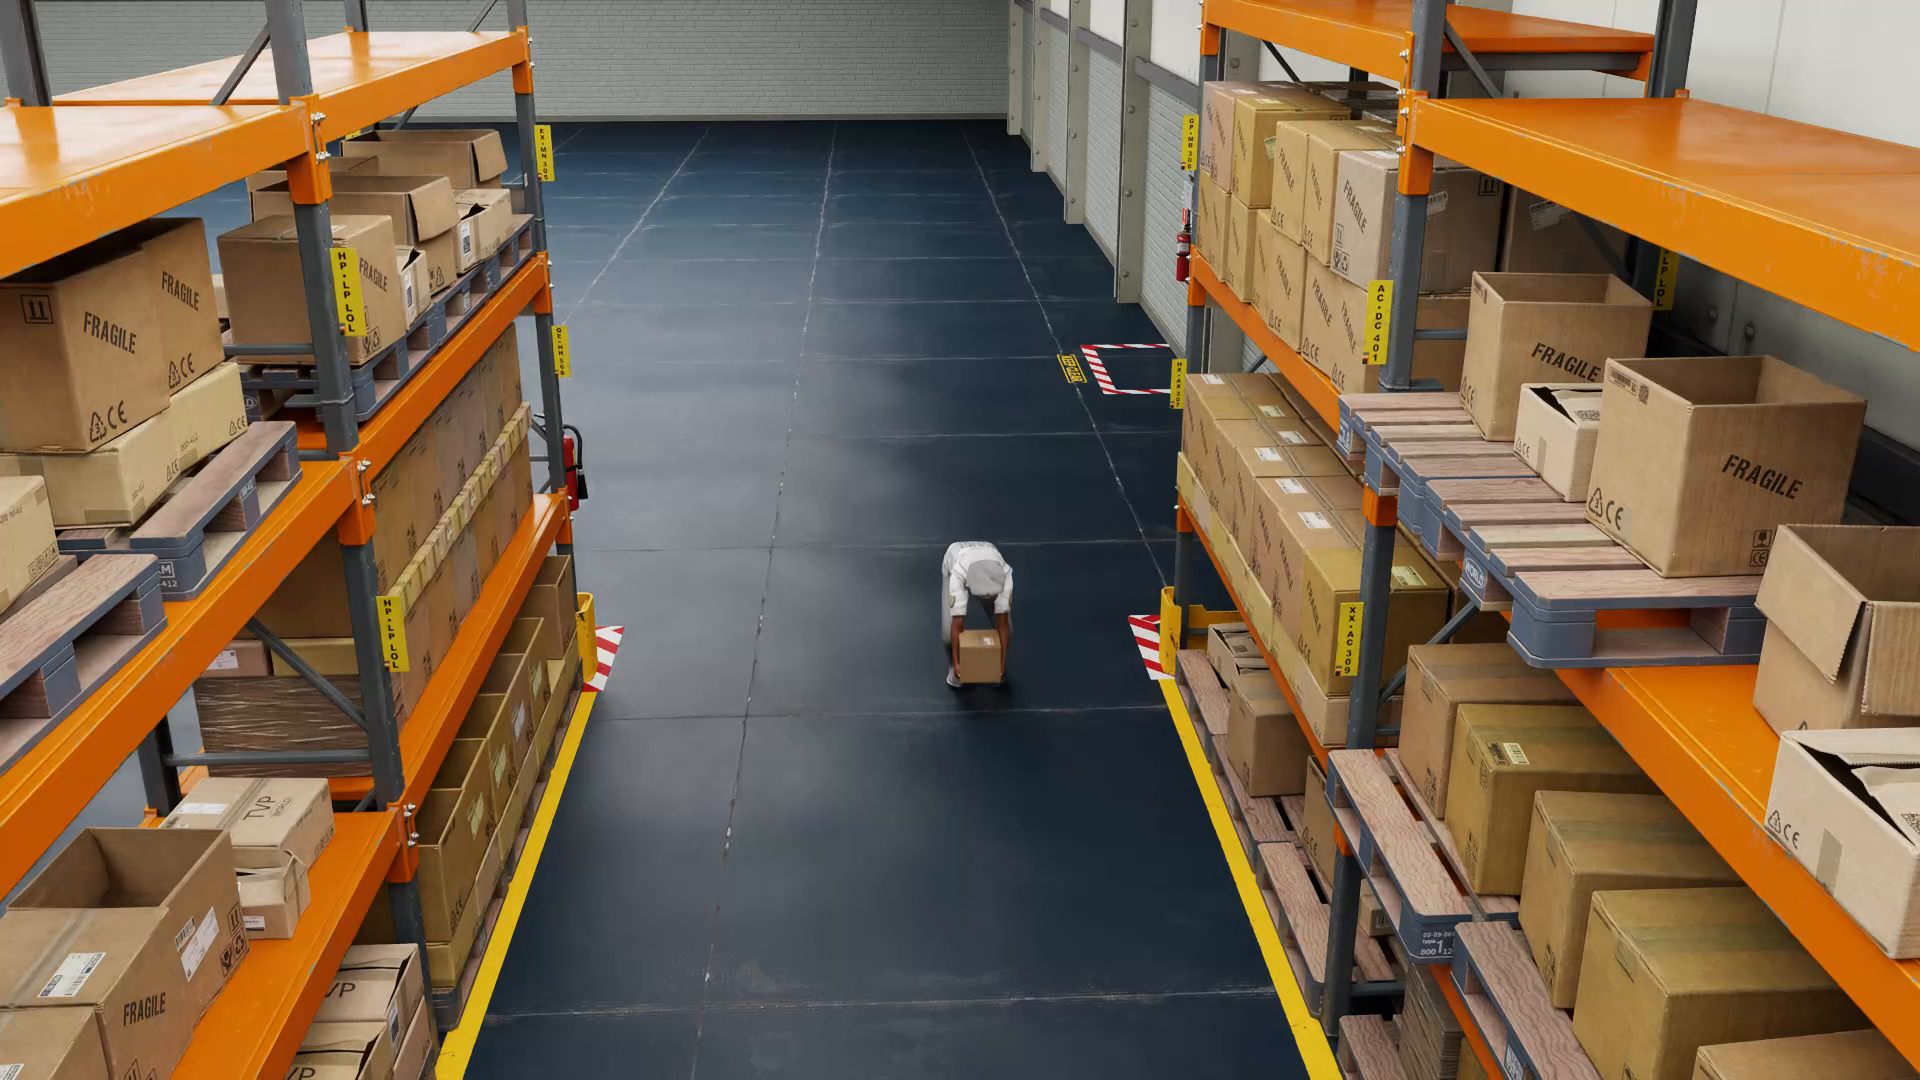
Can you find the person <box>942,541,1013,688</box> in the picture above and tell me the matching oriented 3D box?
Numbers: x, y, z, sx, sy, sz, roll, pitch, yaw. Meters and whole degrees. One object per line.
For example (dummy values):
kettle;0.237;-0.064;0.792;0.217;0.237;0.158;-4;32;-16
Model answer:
person;0.116;0.501;10.632;0.461;1.041;0.934;-2;21;-5
